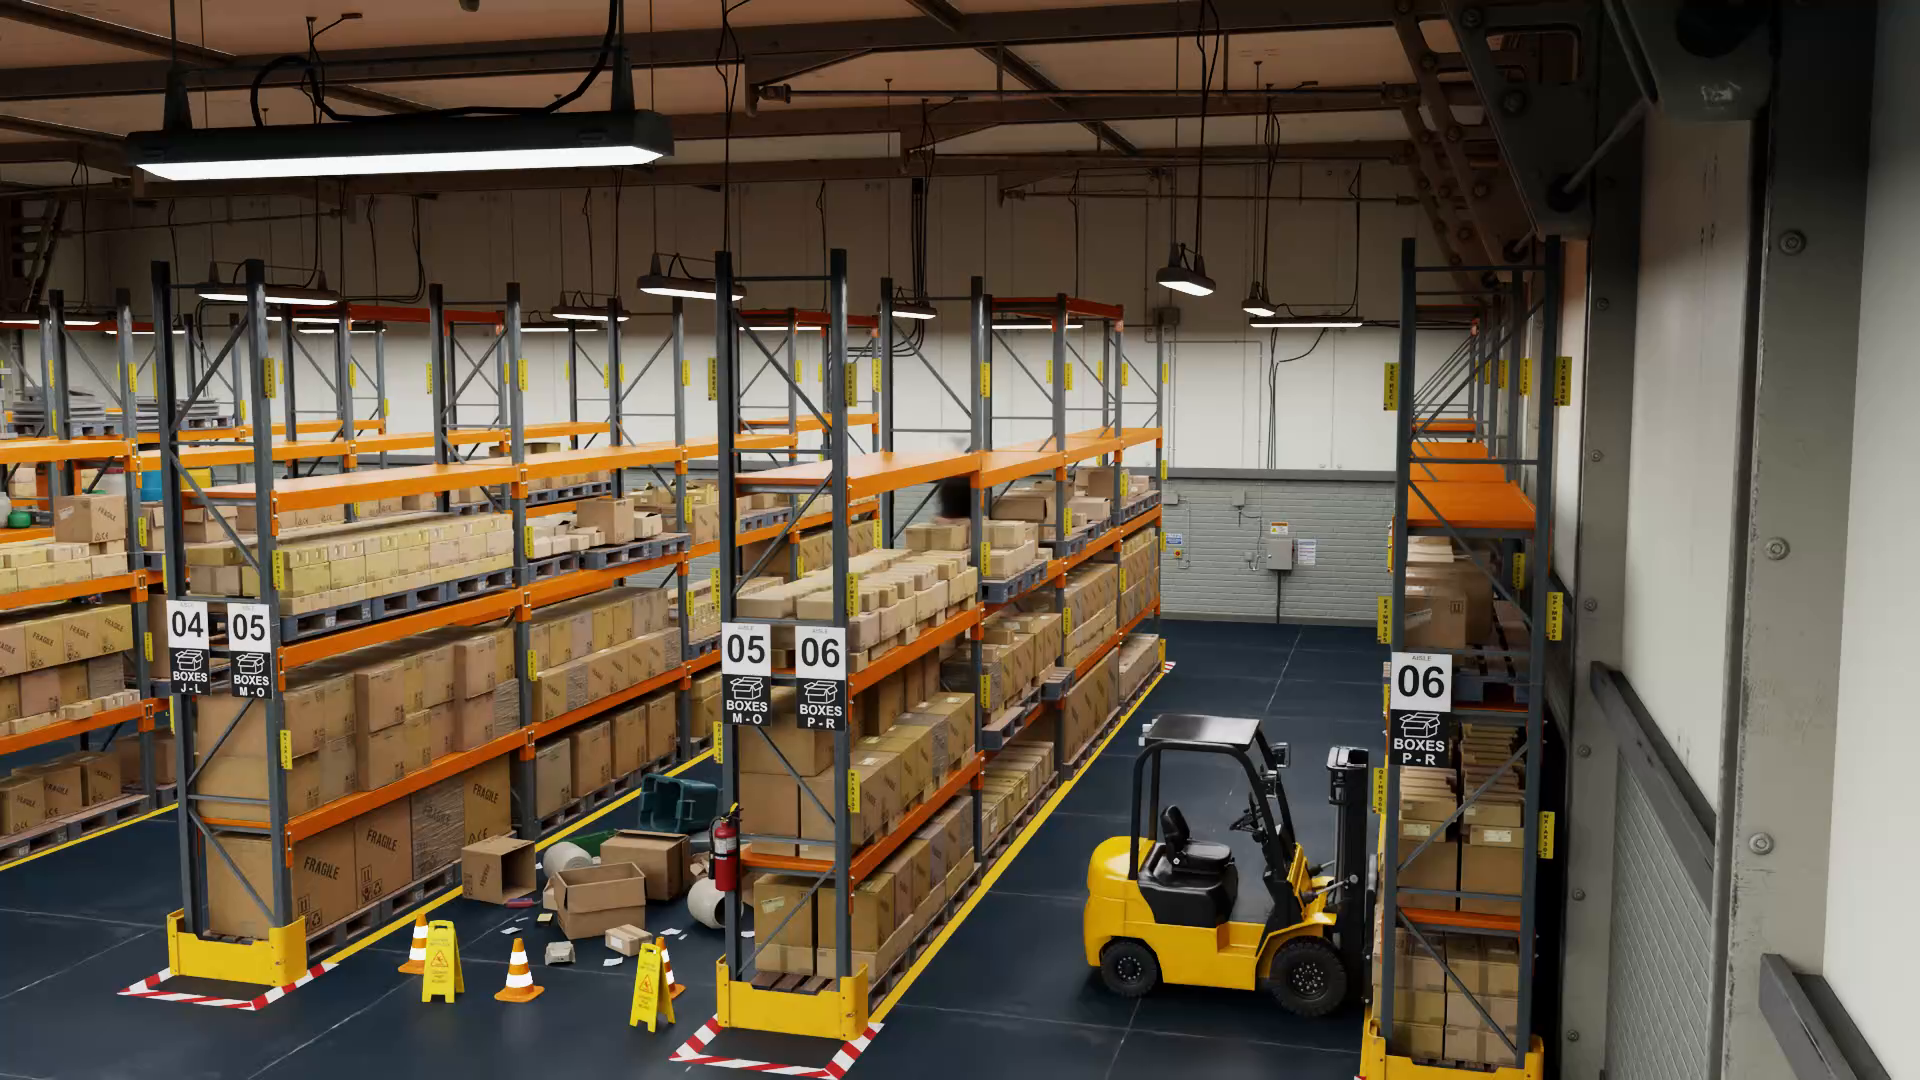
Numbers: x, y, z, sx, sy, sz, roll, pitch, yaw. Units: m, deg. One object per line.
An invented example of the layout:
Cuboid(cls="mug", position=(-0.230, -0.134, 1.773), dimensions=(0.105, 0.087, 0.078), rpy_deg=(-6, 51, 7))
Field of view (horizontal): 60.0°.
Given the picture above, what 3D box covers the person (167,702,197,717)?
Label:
Cuboid(cls="person", position=(-10.522, 2.027, 22.352), dimensions=(0.674, 1.582, 0.992), rpy_deg=(0, 6, -3))
